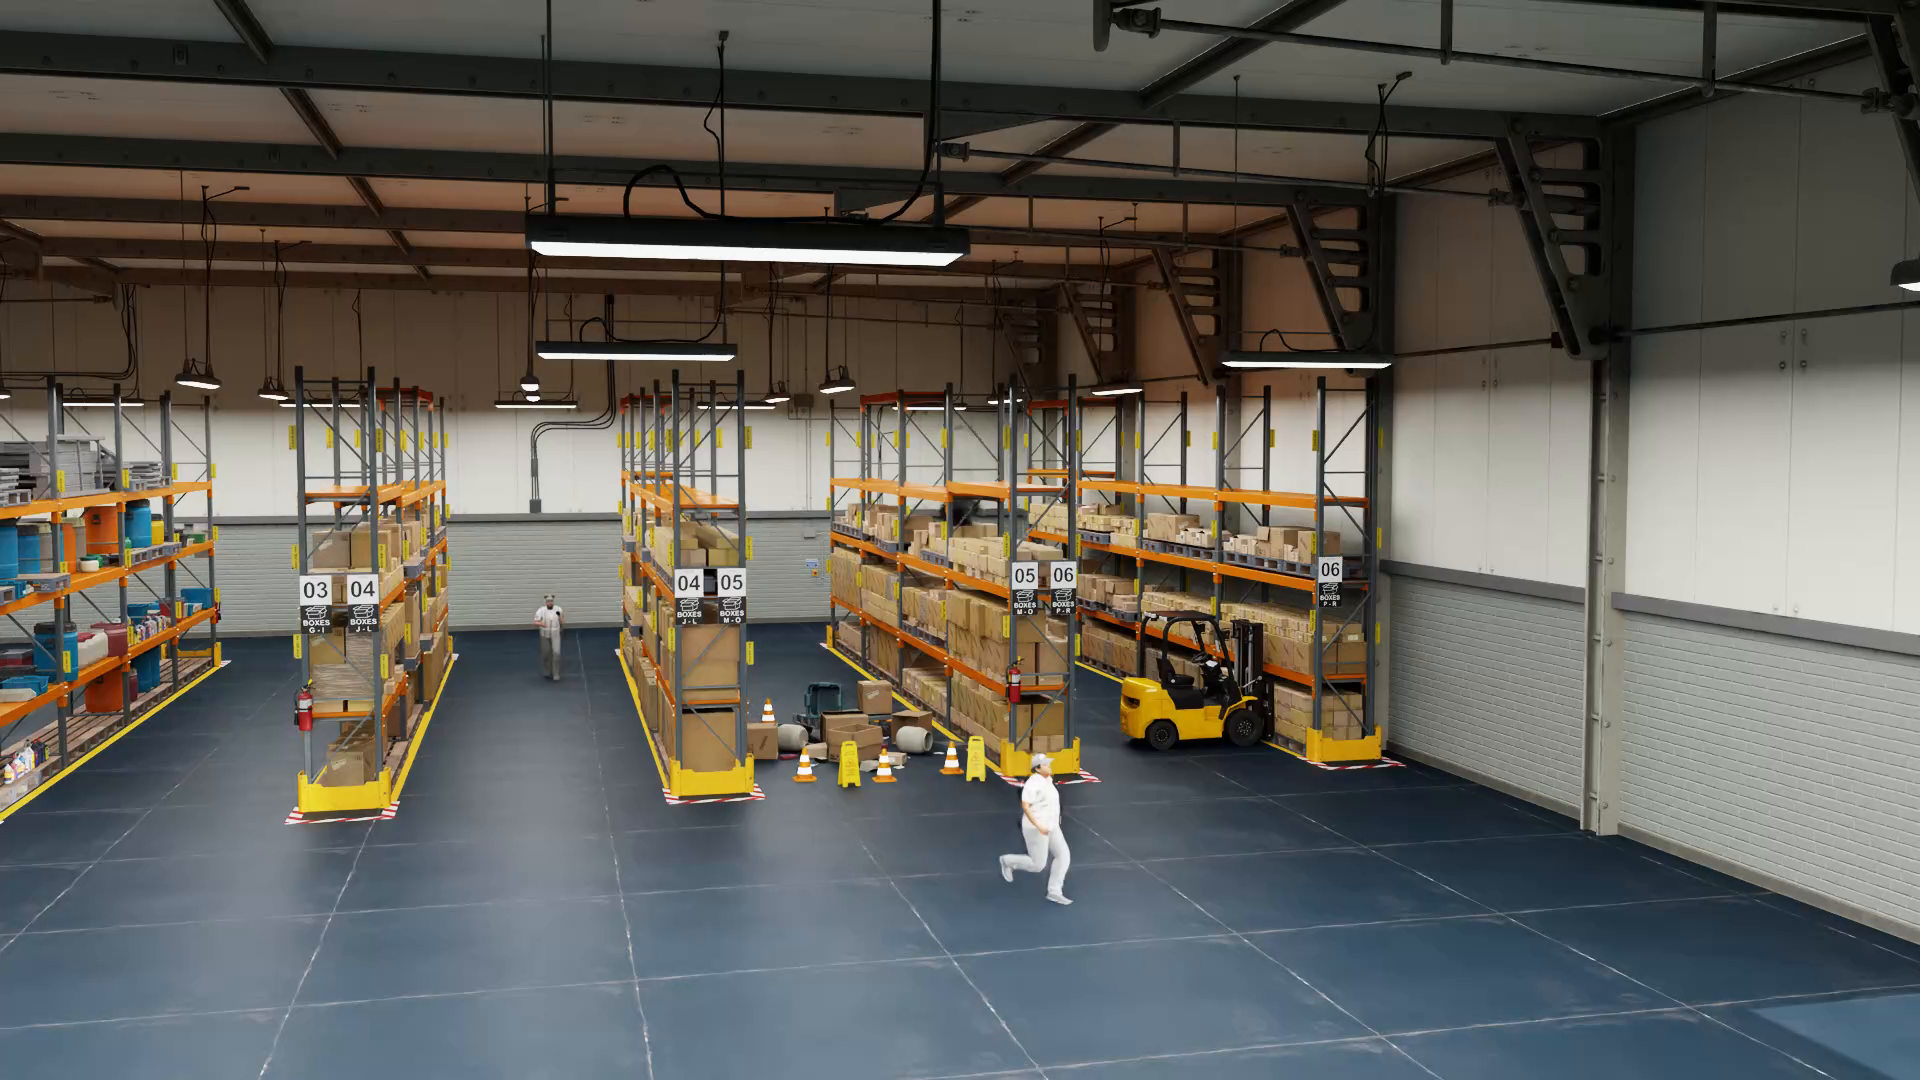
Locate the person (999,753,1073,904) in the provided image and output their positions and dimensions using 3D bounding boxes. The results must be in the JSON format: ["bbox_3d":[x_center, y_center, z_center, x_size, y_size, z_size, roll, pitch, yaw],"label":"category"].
[{"bbox_3d":[0.848,3.131,18.107,0.802,1.634,0.602,2,4,30],"label":"person"}]

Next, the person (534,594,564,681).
[{"bbox_3d":[-8.642,2.027,35.007,0.608,1.813,0.909,-1,4,-15],"label":"person"}]
